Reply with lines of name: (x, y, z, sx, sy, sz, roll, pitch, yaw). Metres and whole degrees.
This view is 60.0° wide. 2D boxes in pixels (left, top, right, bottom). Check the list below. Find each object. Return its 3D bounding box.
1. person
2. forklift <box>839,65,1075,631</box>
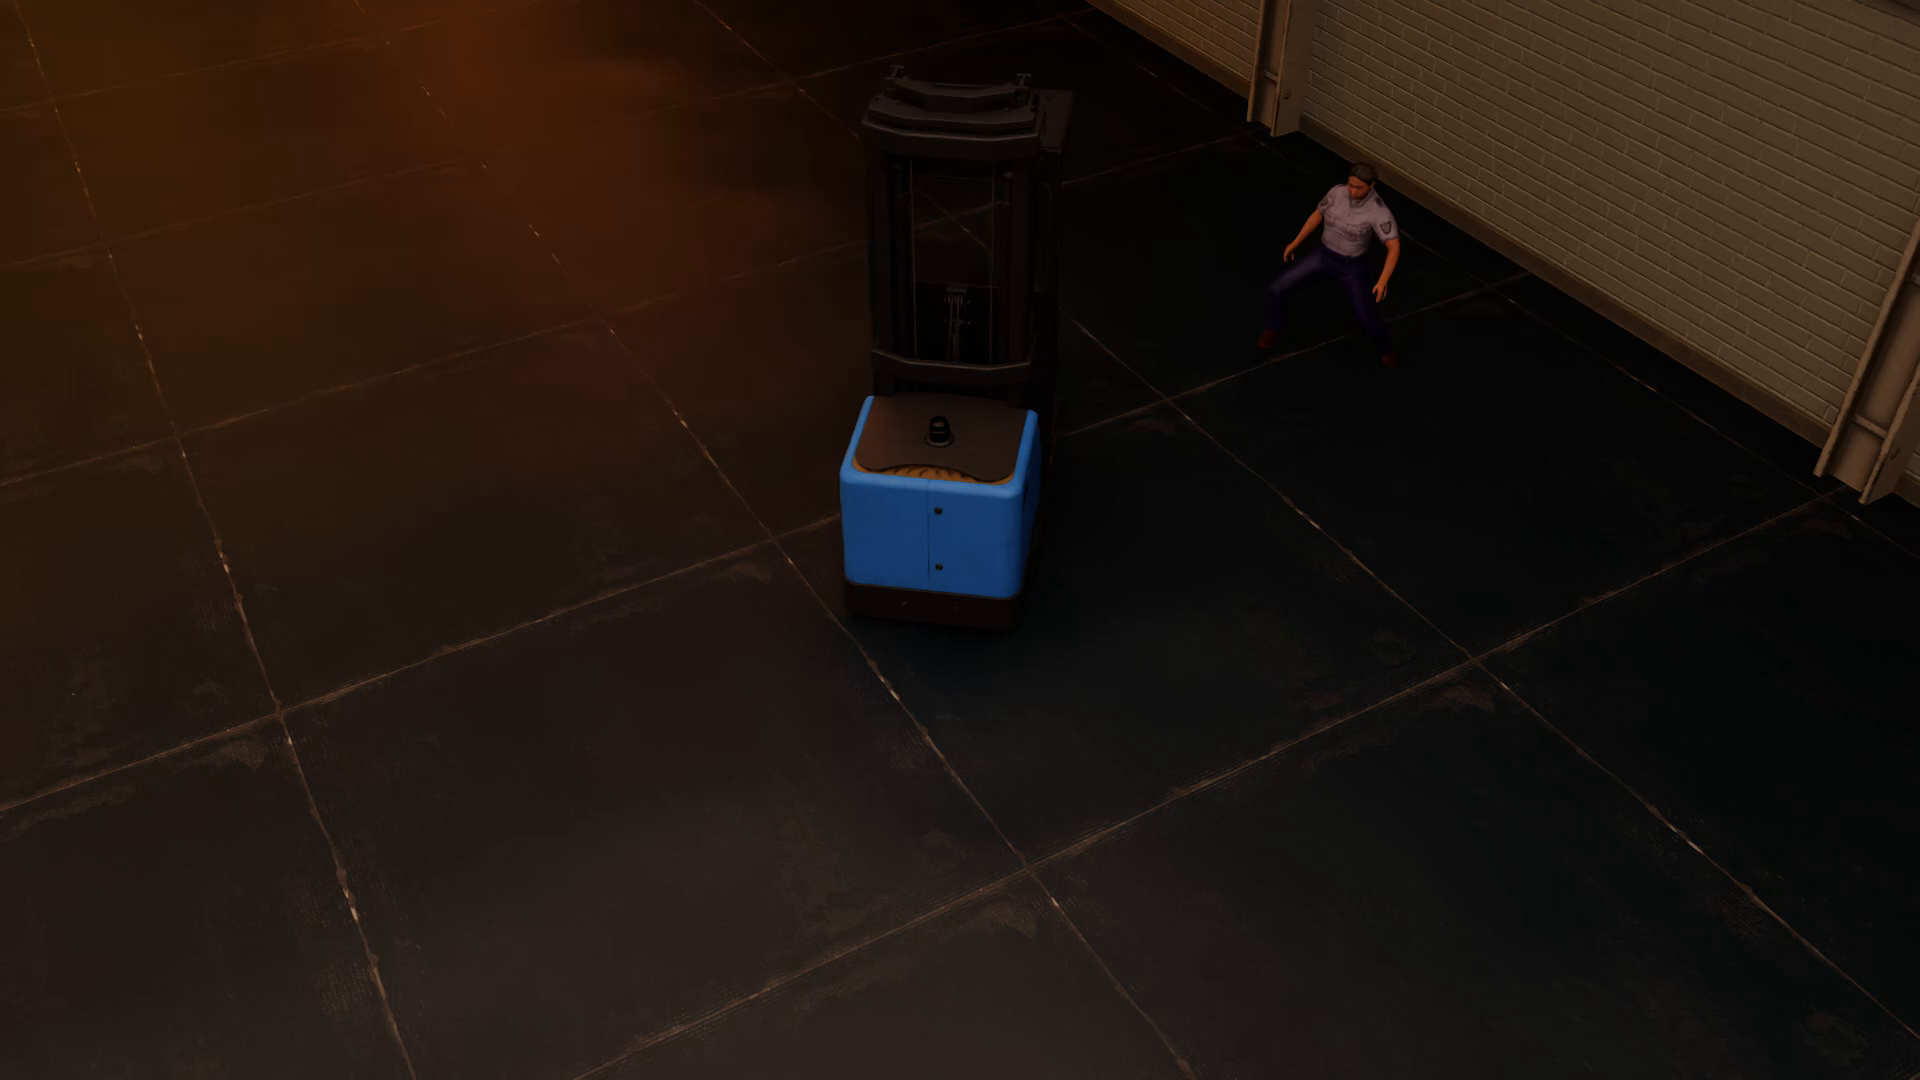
person: (2.659, -1.890, 11.465, 0.746, 1.529, 0.914, -32, 49, -32)
forklift: (0.055, -1.547, 9.901, 1.130, 2.935, 3.031, 6, 40, 7)
